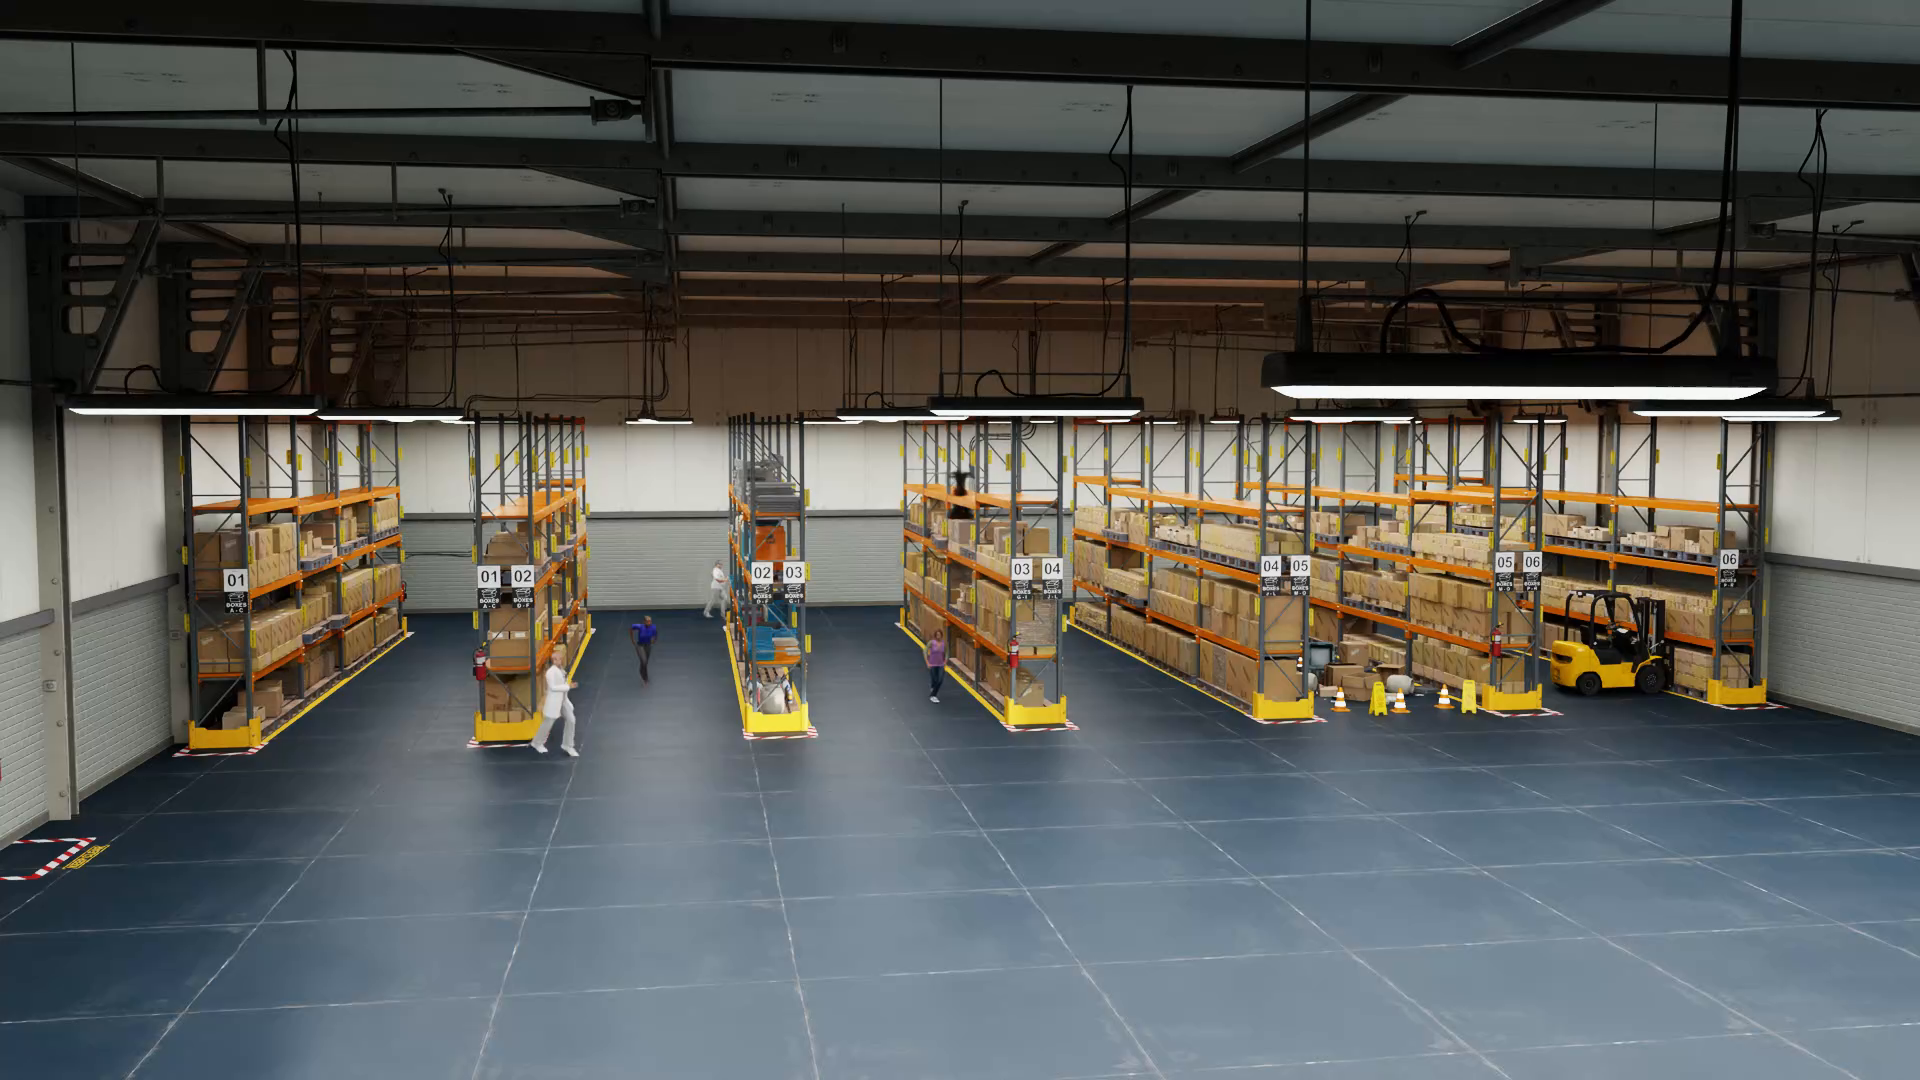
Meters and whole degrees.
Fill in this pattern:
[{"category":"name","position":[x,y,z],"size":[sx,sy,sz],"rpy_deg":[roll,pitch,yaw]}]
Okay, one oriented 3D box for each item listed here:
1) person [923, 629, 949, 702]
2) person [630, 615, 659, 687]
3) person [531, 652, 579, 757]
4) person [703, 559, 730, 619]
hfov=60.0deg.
[{"category":"person","position":[-0.507,2.608,34.631],"size":[0.548,1.534,0.512],"rpy_deg":[-1,4,-17]},{"category":"person","position":[-7.058,2.448,37.055],"size":[0.624,1.620,0.953],"rpy_deg":[-2,4,-22]},{"category":"person","position":[-7.046,2.863,28.927],"size":[0.948,1.844,0.656],"rpy_deg":[1,4,19]},{"category":"person","position":[-7.216,1.485,49.487],"size":[0.873,1.840,0.643],"rpy_deg":[0,4,7]}]
